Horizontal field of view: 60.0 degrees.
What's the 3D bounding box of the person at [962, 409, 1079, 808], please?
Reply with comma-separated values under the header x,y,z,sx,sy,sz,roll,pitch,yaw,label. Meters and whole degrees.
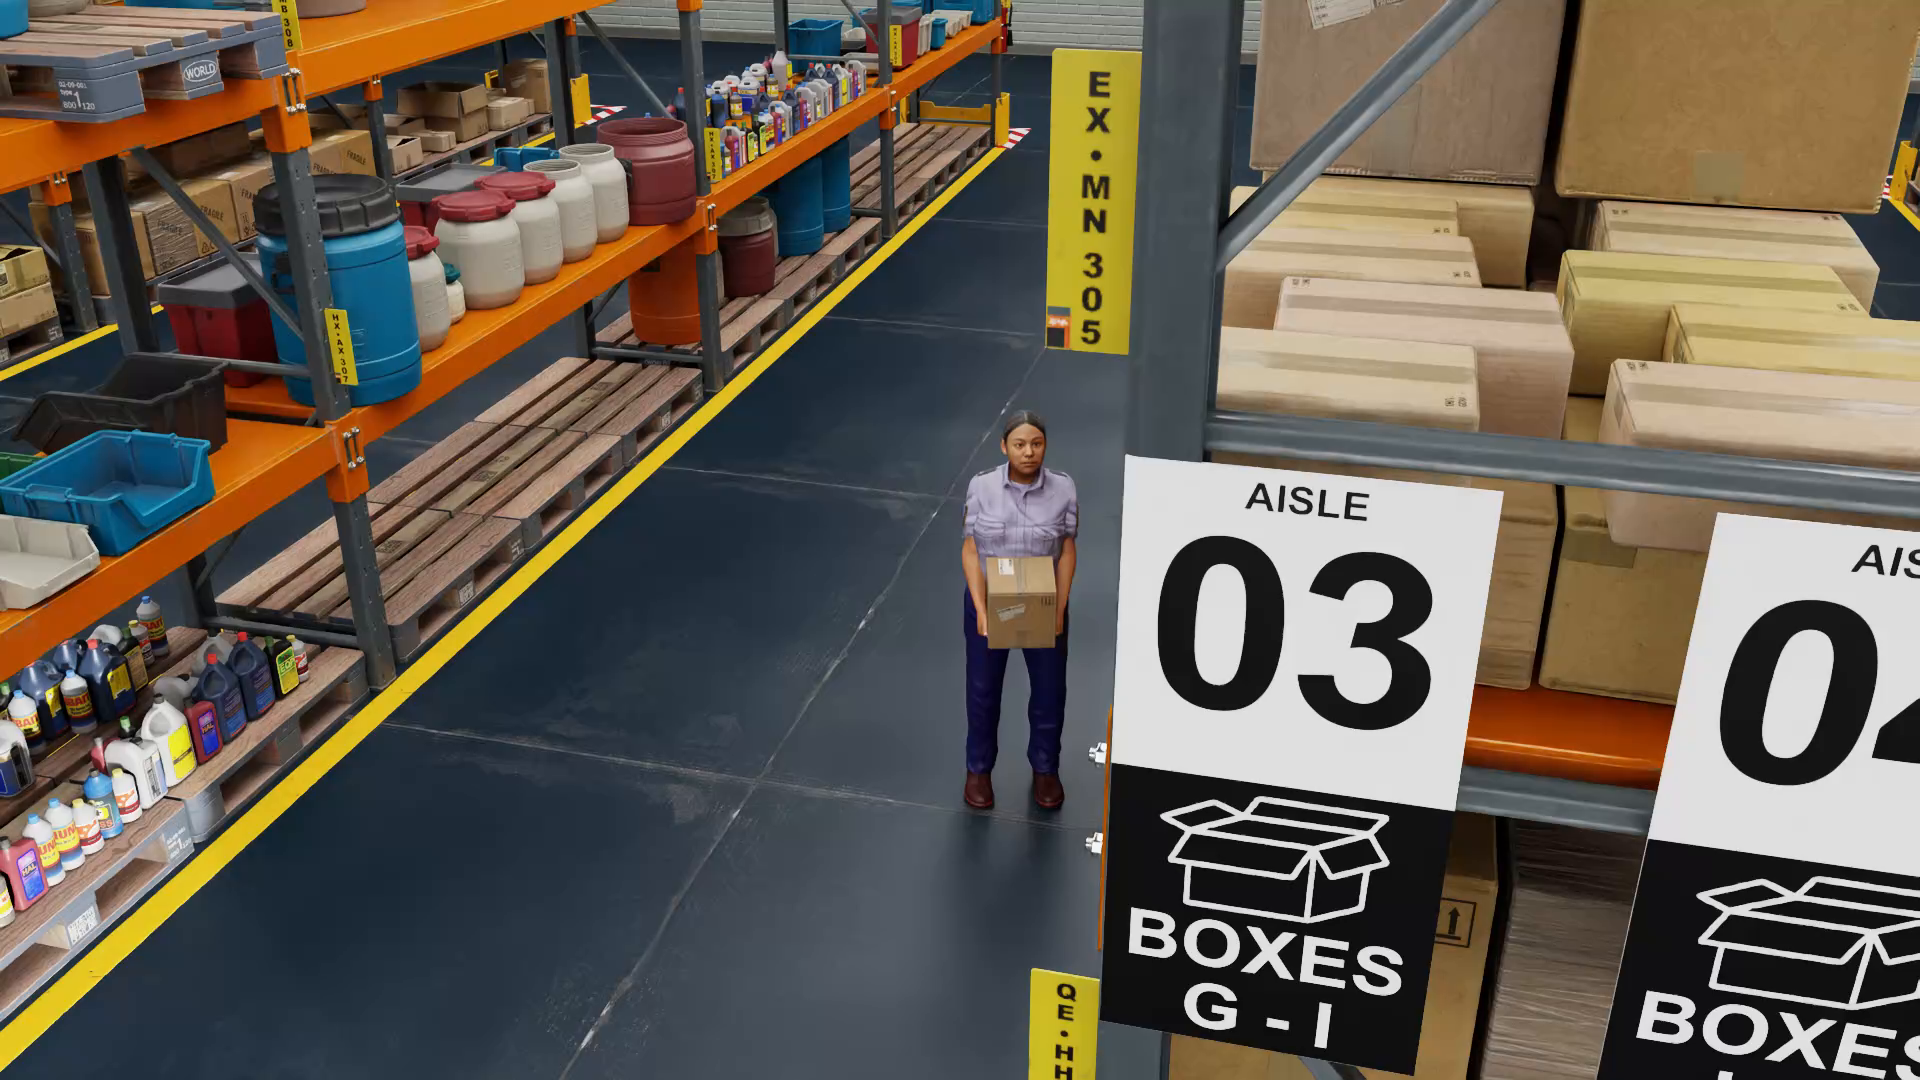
x,y,z,sx,sy,sz,roll,pitch,yaw,label
0.233,0.326,6.481,0.452,1.613,0.519,-1,25,-1,person
